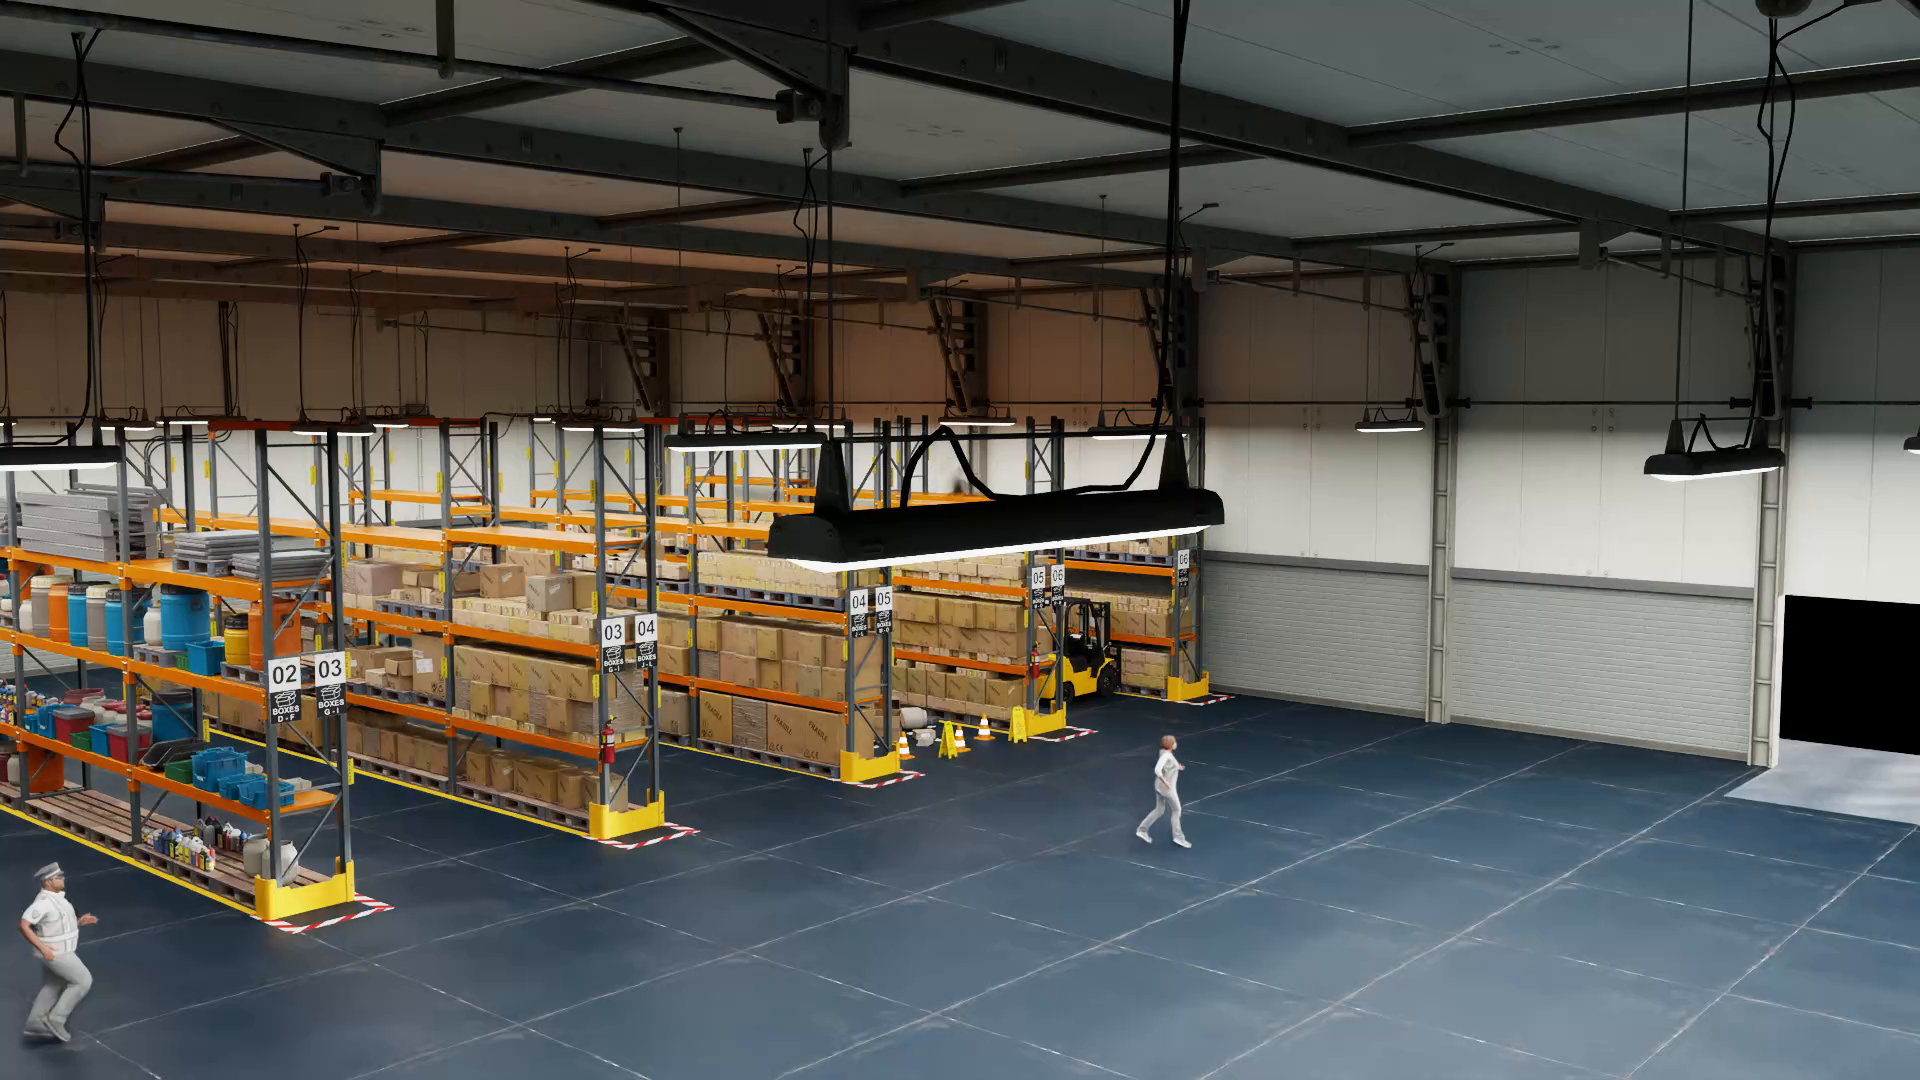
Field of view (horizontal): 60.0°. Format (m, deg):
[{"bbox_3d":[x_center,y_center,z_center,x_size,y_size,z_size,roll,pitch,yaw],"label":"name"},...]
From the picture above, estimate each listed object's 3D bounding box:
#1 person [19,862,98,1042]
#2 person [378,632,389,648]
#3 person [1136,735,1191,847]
[{"bbox_3d":[-8.944,4.080,16.512,0.704,1.792,0.637,-2,5,-25],"label":"person"},{"bbox_3d":[-13.902,2.168,39.966,0.609,1.648,0.938,4,6,39],"label":"person"},{"bbox_3d":[2.897,3.567,23.628,0.799,1.624,0.483,-1,5,-12],"label":"person"}]
